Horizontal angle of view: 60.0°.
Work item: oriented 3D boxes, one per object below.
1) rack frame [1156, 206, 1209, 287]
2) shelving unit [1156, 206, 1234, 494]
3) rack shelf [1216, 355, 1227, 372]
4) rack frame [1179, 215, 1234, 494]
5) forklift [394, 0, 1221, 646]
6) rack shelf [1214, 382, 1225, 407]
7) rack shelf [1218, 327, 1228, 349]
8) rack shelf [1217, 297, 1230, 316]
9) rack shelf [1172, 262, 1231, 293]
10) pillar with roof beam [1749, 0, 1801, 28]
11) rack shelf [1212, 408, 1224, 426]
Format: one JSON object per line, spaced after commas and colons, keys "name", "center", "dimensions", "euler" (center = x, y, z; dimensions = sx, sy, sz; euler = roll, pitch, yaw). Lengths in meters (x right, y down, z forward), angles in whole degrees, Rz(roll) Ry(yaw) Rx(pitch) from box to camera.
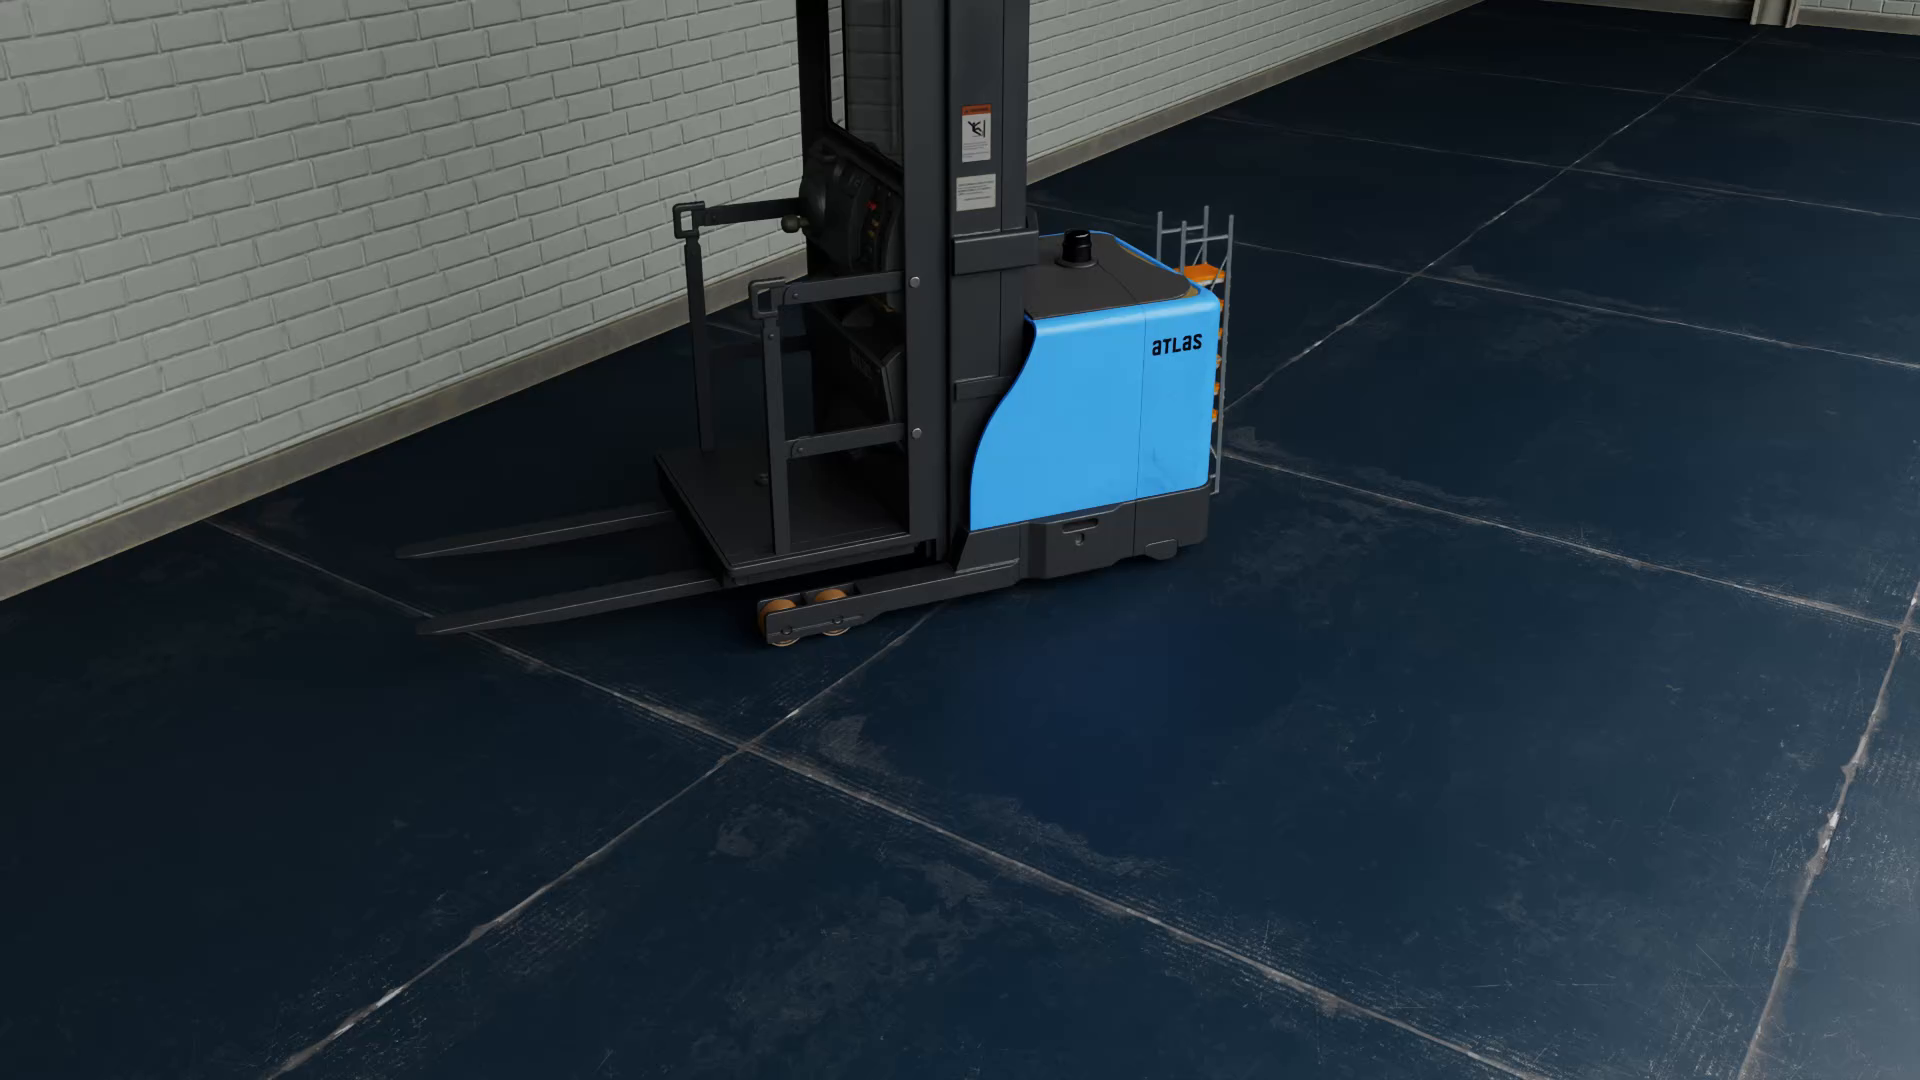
{"name": "rack frame", "center": [0.914, -0.796, 6.990], "dimensions": [0.240, 1.200, 0.006], "euler": [-11, 26, -22]}
{"name": "shelving unit", "center": [0.952, -0.762, 6.914], "dimensions": [0.258, 1.200, 0.189], "euler": [-11, 26, -22]}
{"name": "rack shelf", "center": [0.953, -0.722, 6.932], "dimensions": [0.258, 0.103, 0.180], "euler": [-11, 26, -22]}
{"name": "rack frame", "center": [0.990, -0.729, 6.838], "dimensions": [0.240, 1.200, 0.006], "euler": [-11, 26, -22]}
{"name": "forklift", "center": [-0.578, -1.195, 5.867], "dimensions": [3.031, 2.935, 1.130], "euler": [-11, 29, -20]}
{"name": "rack shelf", "center": [0.954, -0.612, 6.981], "dimensions": [0.258, 0.103, 0.180], "euler": [-11, 26, -22]}
{"name": "rack shelf", "center": [0.951, -0.831, 6.883], "dimensions": [0.258, 0.103, 0.180], "euler": [-11, 26, -22]}
{"name": "rack shelf", "center": [0.949, -0.941, 6.833], "dimensions": [0.258, 0.103, 0.180], "euler": [-11, 26, -22]}
{"name": "rack shelf", "center": [0.947, -1.050, 6.784], "dimensions": [0.258, 0.103, 0.180], "euler": [-11, 26, -22]}
{"name": "pillar with roof beam", "center": [6.023, -7.774, 12.104], "dimensions": [0.400, 9.000, 9.100], "euler": [17, 32, 30]}
{"name": "rack shelf", "center": [0.956, -0.503, 7.030], "dimensions": [0.258, 0.103, 0.180], "euler": [-11, 26, -22]}
